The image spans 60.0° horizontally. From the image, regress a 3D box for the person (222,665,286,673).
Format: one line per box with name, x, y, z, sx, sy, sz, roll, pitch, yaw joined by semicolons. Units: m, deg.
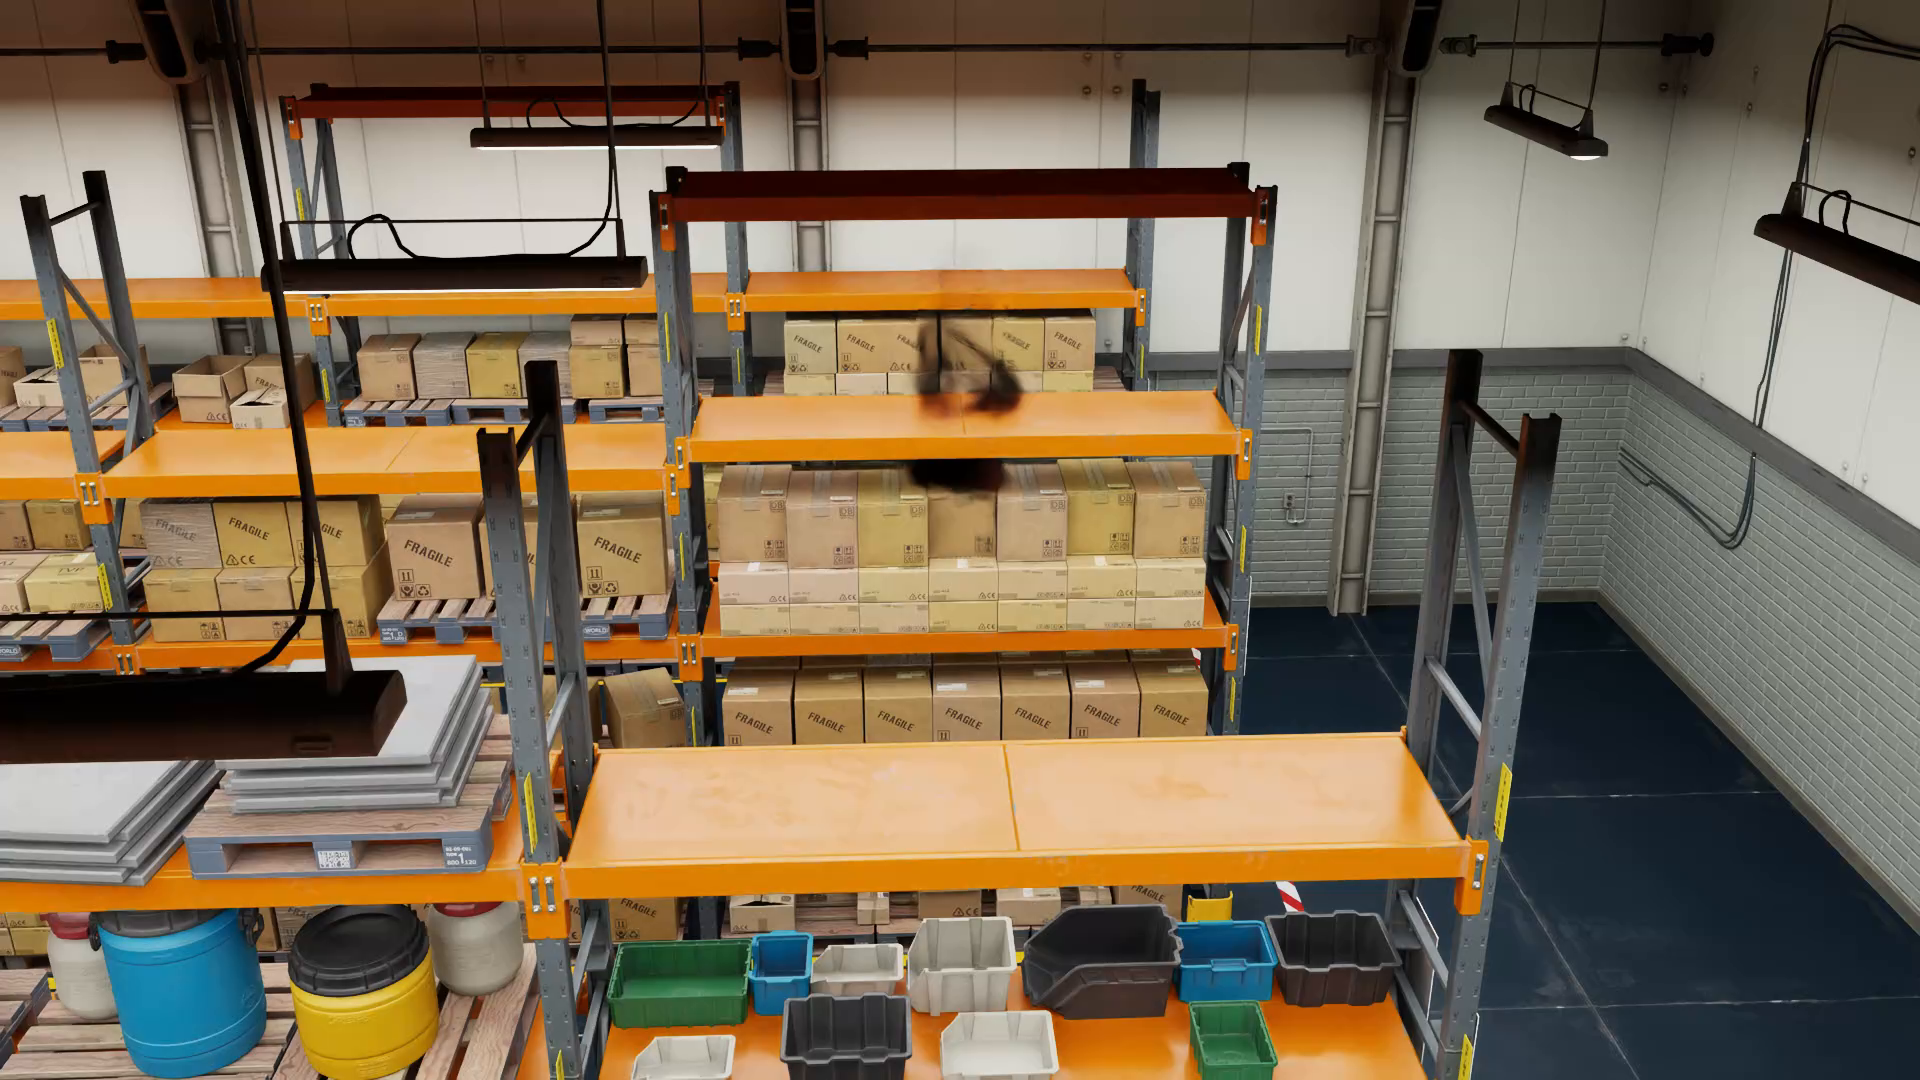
person;-6.496;1.387;15.424;0.603;1.745;0.691;-7;23;-17
